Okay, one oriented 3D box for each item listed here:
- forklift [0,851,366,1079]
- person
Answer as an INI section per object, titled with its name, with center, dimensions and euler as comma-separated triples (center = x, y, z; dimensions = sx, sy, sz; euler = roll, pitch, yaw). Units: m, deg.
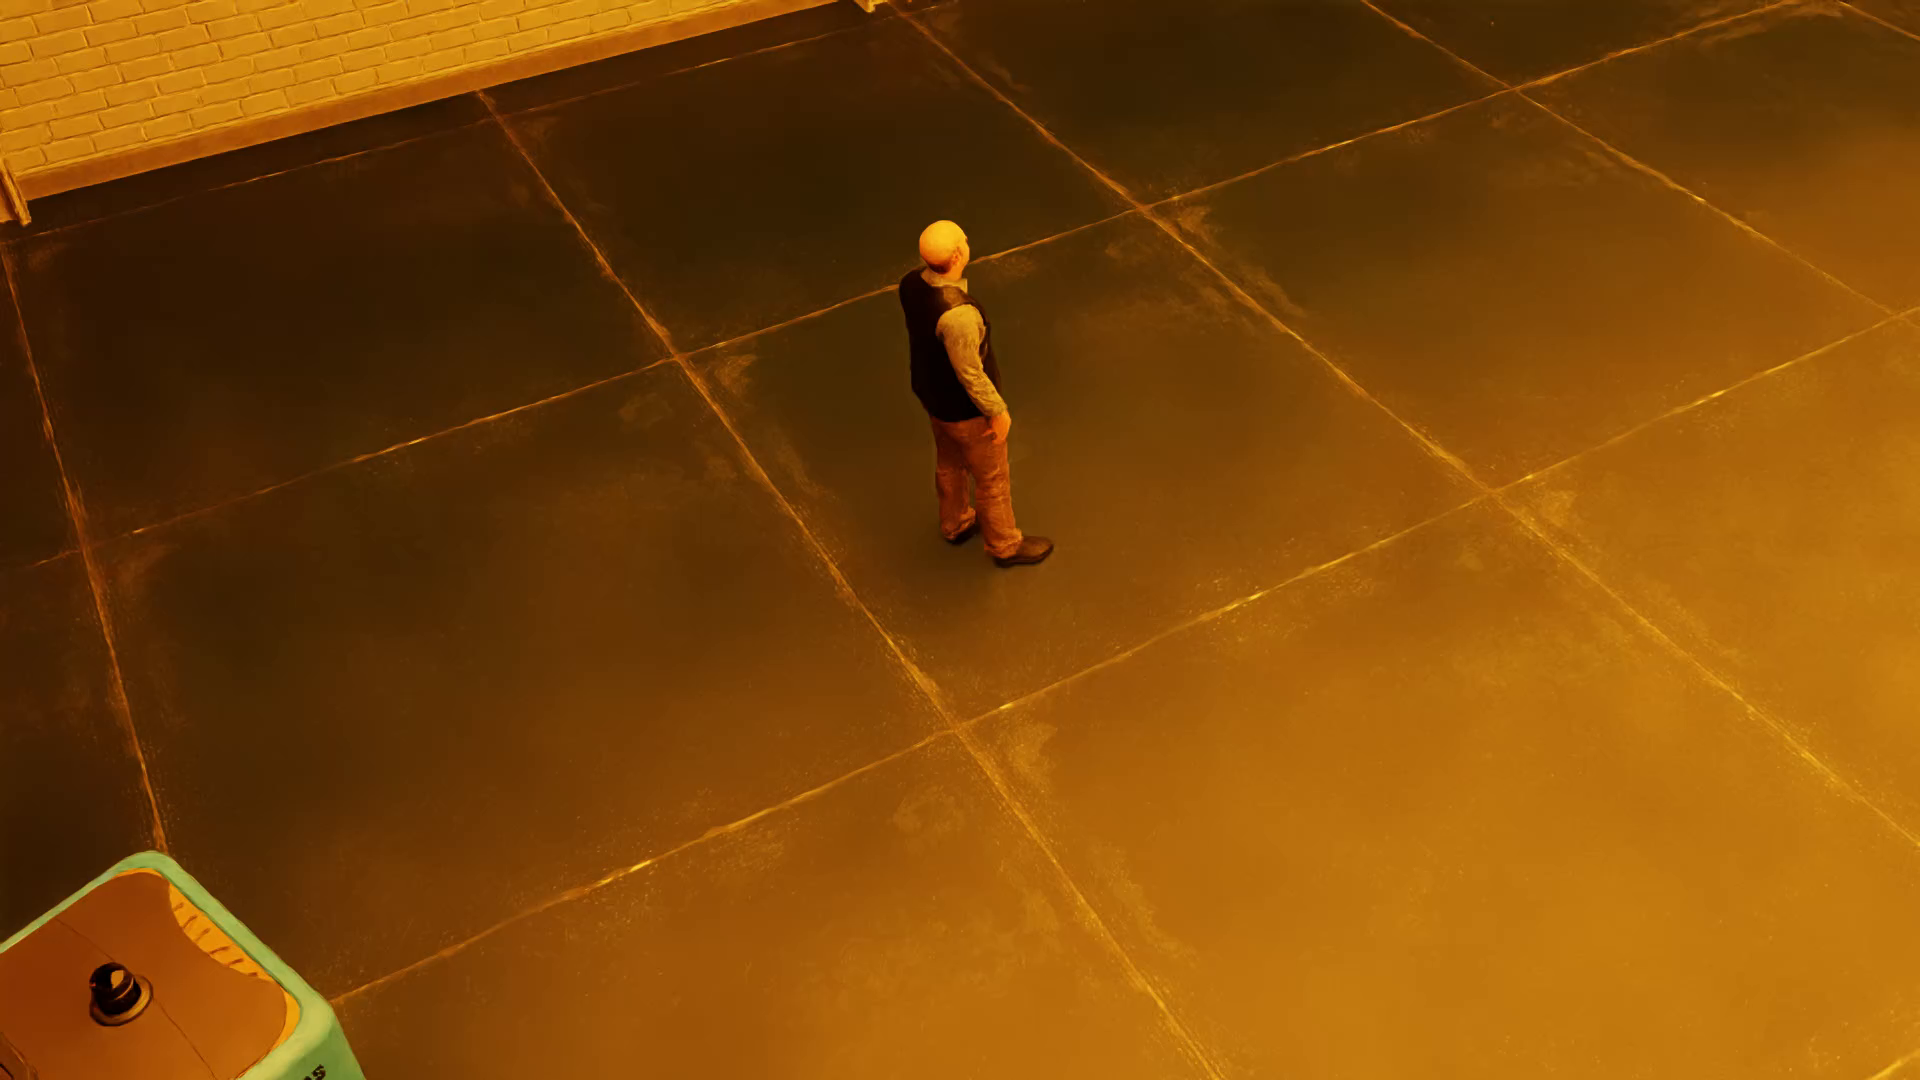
[forklift]
center = -3.119, 1.654, 3.915
dimensions = 1.130, 2.935, 3.031
euler = 29, 50, 27
[person]
center = 0.058, -0.653, 7.281
dimensions = 0.567, 1.720, 0.632
euler = -21, 47, -21
